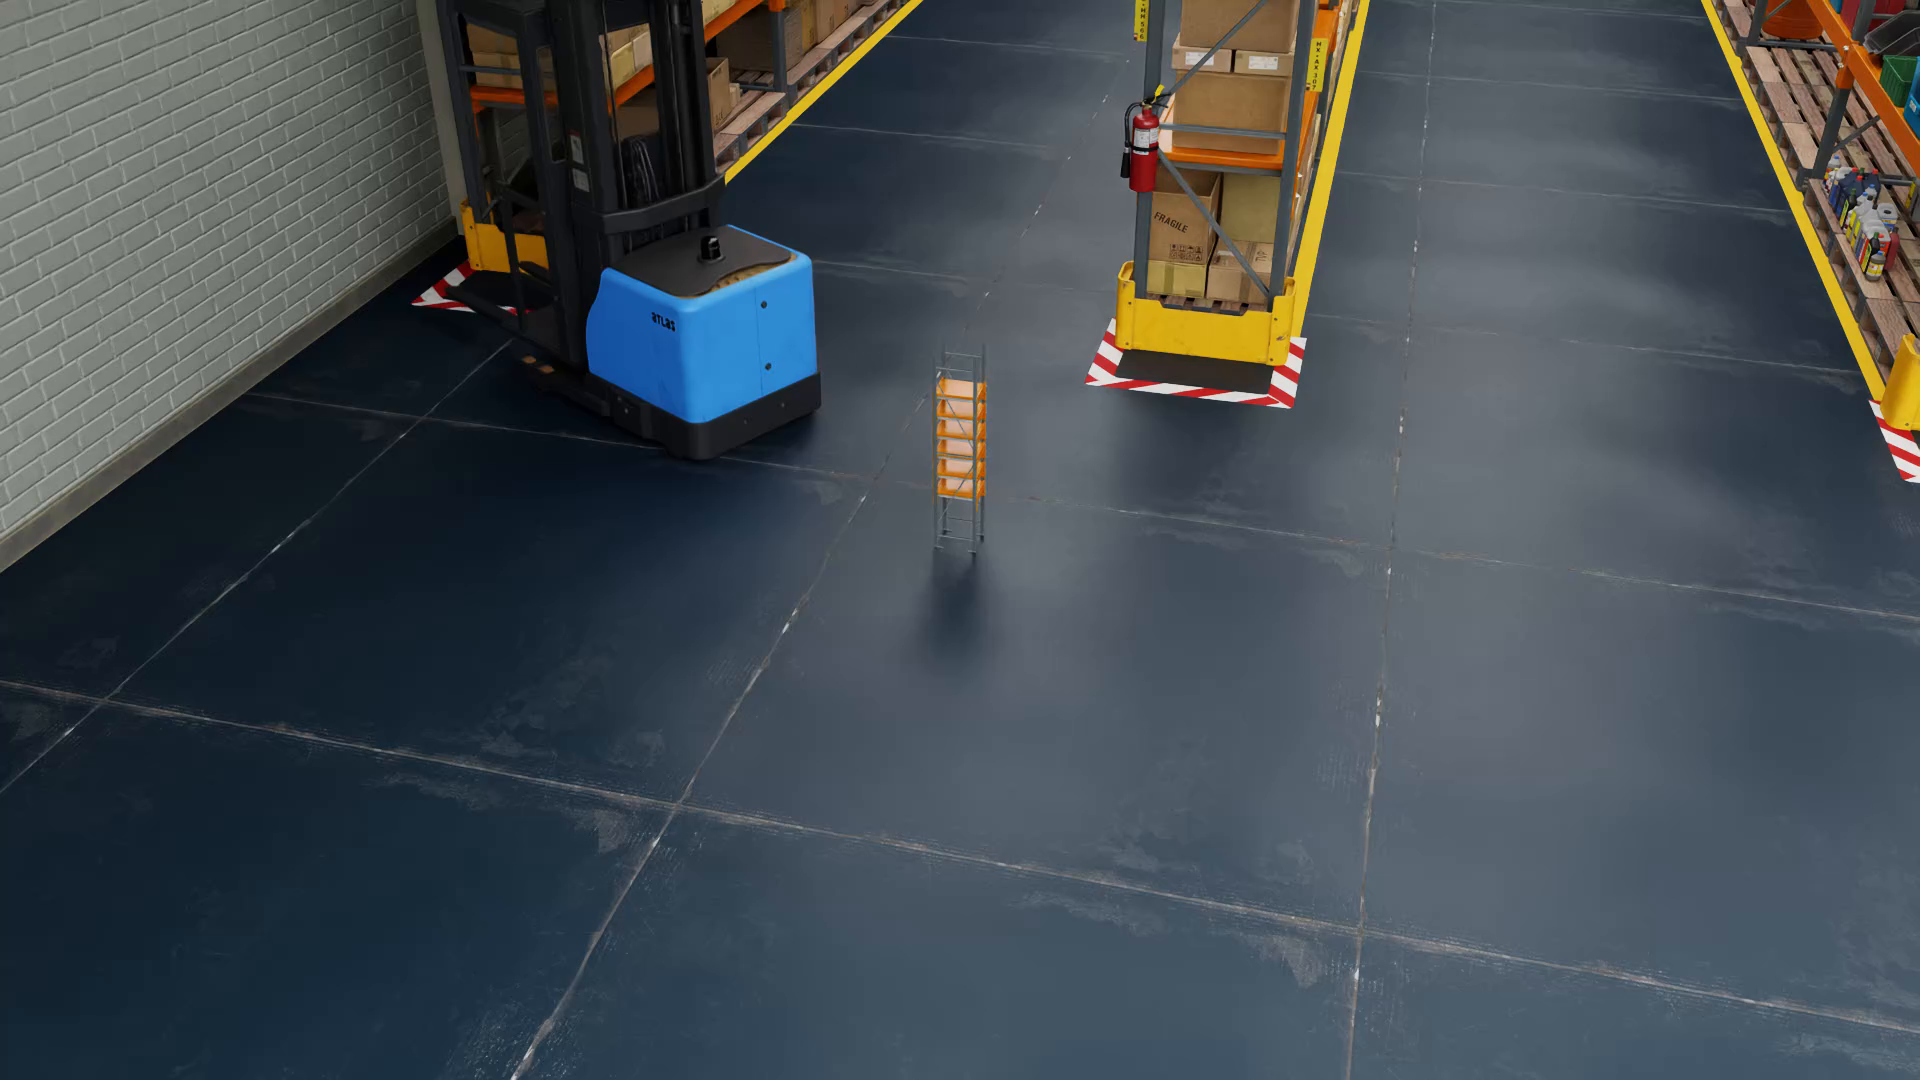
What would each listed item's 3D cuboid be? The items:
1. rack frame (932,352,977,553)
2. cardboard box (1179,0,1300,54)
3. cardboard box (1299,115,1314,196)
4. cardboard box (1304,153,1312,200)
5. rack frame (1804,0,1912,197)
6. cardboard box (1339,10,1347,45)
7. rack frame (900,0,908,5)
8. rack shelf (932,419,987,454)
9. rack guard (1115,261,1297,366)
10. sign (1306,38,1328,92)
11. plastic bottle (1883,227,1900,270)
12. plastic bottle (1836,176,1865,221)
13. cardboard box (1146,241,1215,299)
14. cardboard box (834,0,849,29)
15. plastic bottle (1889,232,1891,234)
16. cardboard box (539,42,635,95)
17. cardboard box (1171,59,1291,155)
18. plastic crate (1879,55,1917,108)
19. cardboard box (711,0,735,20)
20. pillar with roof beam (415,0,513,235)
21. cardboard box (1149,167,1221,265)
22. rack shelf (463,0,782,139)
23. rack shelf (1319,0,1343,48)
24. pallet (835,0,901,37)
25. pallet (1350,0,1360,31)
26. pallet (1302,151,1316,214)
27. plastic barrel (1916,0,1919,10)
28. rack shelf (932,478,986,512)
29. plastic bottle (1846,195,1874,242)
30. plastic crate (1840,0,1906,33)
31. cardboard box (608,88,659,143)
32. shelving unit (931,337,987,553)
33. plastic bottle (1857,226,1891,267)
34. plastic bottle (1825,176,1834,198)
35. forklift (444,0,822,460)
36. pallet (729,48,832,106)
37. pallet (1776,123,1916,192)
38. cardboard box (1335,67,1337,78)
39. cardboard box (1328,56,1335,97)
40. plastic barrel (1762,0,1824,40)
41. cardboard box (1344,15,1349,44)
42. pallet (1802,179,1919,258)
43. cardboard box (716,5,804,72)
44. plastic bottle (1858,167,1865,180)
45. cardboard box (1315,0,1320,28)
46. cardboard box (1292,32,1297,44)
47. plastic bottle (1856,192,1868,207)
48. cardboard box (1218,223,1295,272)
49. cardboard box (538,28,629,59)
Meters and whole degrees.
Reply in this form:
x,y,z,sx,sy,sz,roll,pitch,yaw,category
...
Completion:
x,y,z,sx,sy,sz,roll,pitch,yaw,category
-0.027,-0.451,8.911,0.240,1.200,0.006,8,33,12,rack frame
1.808,-3.465,10.672,0.700,0.500,0.500,8,33,13,cardboard box
2.399,-2.967,12.663,0.500,0.500,0.500,8,33,12,cardboard box
2.524,-2.910,13.273,0.500,0.250,0.500,8,33,12,cardboard box
7.470,-4.007,12.827,1.000,3.000,0.127,8,33,12,rack frame
3.414,-4.915,15.905,0.500,0.311,0.500,9,34,14,cardboard box
-1.098,-7.432,18.214,1.000,3.000,0.127,8,33,12,rack frame
-0.004,-0.563,8.946,0.258,0.103,0.180,8,33,12,rack shelf
1.658,-1.540,11.277,1.175,0.500,0.348,8,33,12,rack guard
2.200,-2.928,10.248,0.100,0.325,0.005,8,33,12,sign
6.690,-2.096,11.943,0.061,0.283,0.133,8,33,12,plastic bottle
6.815,-2.614,12.695,0.144,0.351,0.185,7,33,10,plastic bottle
1.515,-1.943,11.752,0.500,0.250,0.500,8,33,12,cardboard box
-1.572,-5.668,17.360,0.700,0.500,0.500,8,33,12,cardboard box
6.748,-2.140,12.089,0.097,0.201,0.097,0,32,0,plastic bottle
-2.697,-3.435,12.049,0.500,0.250,0.500,7,33,11,cardboard box
1.795,-2.890,10.977,0.700,0.500,0.500,8,33,12,cardboard box
6.852,-3.252,11.836,0.450,0.188,0.662,8,33,12,plastic crate
-2.187,-4.493,13.713,0.500,0.250,0.500,8,33,12,cardboard box
0.377,-5.707,9.909,9.100,9.000,0.400,8,33,12,pillar with roof beam
1.512,-2.260,11.551,0.500,0.500,0.500,8,33,12,cardboard box
-2.621,-4.014,13.509,1.077,0.370,4.000,8,33,12,rack shelf
3.187,-5.418,15.716,1.077,0.370,4.000,8,33,12,rack shelf
-1.298,-5.849,18.324,1.003,0.211,1.213,8,33,12,pallet
3.920,-5.965,18.505,1.003,0.211,1.213,8,33,12,pallet
2.437,-3.100,13.999,1.003,0.211,1.213,8,33,12,pallet
7.861,-4.378,12.943,0.600,0.901,0.708,8,33,12,plastic barrel
-0.004,-0.259,9.139,0.258,0.103,0.180,8,33,12,rack shelf
6.708,-2.394,12.348,0.144,0.351,0.185,8,33,12,plastic bottle
7.296,-4.327,13.271,0.402,0.464,0.583,8,33,12,plastic crate
-2.486,-3.427,13.835,0.700,0.500,0.500,6,33,9,cardboard box
-0.004,-0.499,8.986,0.258,1.200,0.189,8,33,12,shelving unit
6.587,-2.107,11.967,0.152,0.276,0.135,8,33,13,plastic bottle
6.913,-2.801,13.127,0.097,0.201,0.097,0,32,0,plastic bottle
-2.297,-2.391,10.349,3.031,2.935,1.130,27,41,35,forklift
-1.917,-4.583,16.333,1.003,0.211,1.213,8,33,12,pallet
7.631,-3.243,14.224,1.003,0.211,1.213,8,33,12,pallet
3.281,-4.410,15.632,0.500,0.250,0.500,7,33,11,cardboard box
3.025,-4.117,14.649,0.500,0.311,0.500,8,33,13,cardboard box
8.592,-5.600,16.965,0.600,0.830,0.708,8,33,12,plastic barrel
3.669,-5.202,16.878,0.500,0.250,0.500,8,33,12,cardboard box
7.259,-2.487,13.036,1.003,0.211,1.213,8,33,12,pallet
-1.942,-4.871,16.106,0.700,0.500,0.500,9,34,14,cardboard box
7.012,-2.755,12.979,0.061,0.283,0.133,8,33,12,plastic bottle
2.573,-4.494,13.500,0.700,0.500,0.500,7,33,11,cardboard box
2.036,-3.235,10.915,0.380,0.149,0.250,7,33,11,cardboard box
6.814,-2.500,12.589,0.097,0.271,0.097,0,32,0,plastic bottle
2.139,-2.132,12.050,0.500,0.250,0.500,8,33,12,cardboard box
-2.716,-3.749,11.843,0.500,0.500,0.500,8,33,12,cardboard box
